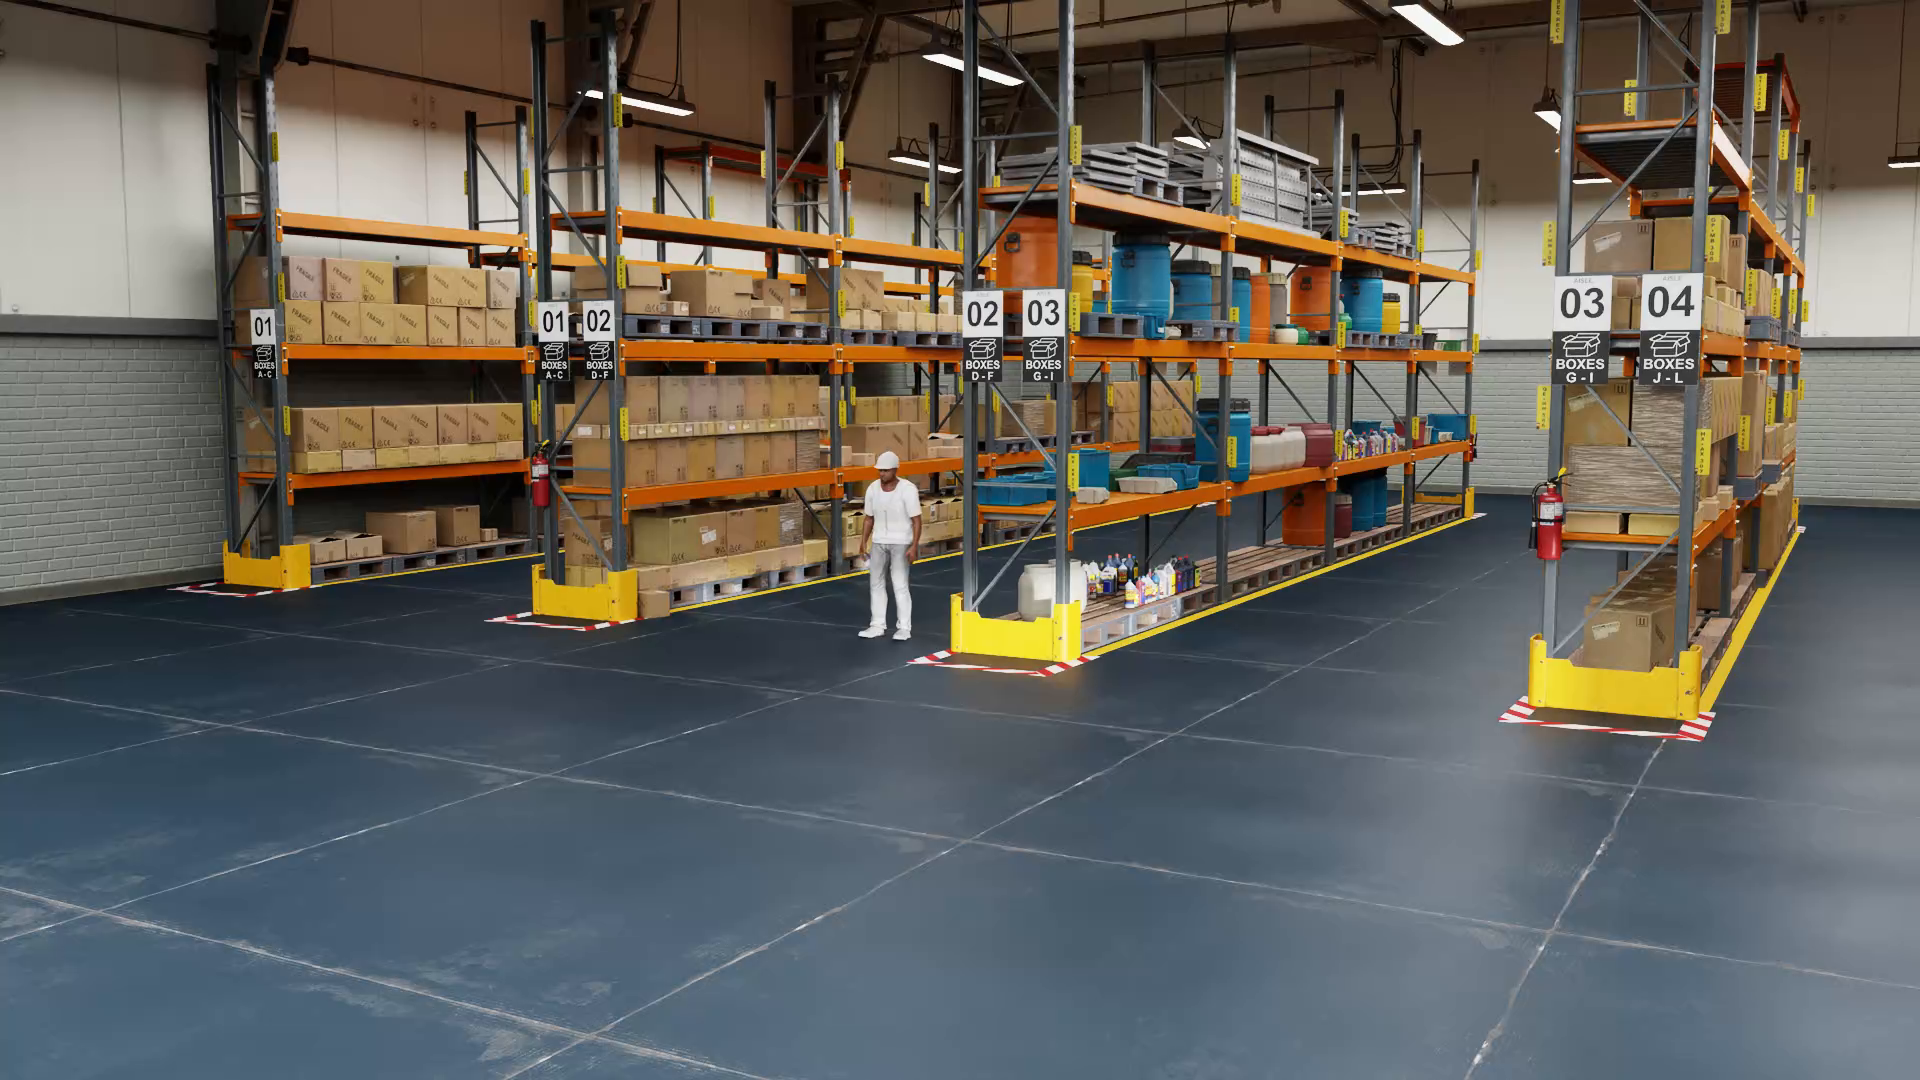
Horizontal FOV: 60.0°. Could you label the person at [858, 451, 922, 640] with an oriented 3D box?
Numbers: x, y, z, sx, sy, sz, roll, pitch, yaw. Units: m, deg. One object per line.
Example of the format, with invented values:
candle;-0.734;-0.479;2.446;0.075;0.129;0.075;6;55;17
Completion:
person;-0.656;0.048;15.587;0.628;1.761;0.456;3;7;29
